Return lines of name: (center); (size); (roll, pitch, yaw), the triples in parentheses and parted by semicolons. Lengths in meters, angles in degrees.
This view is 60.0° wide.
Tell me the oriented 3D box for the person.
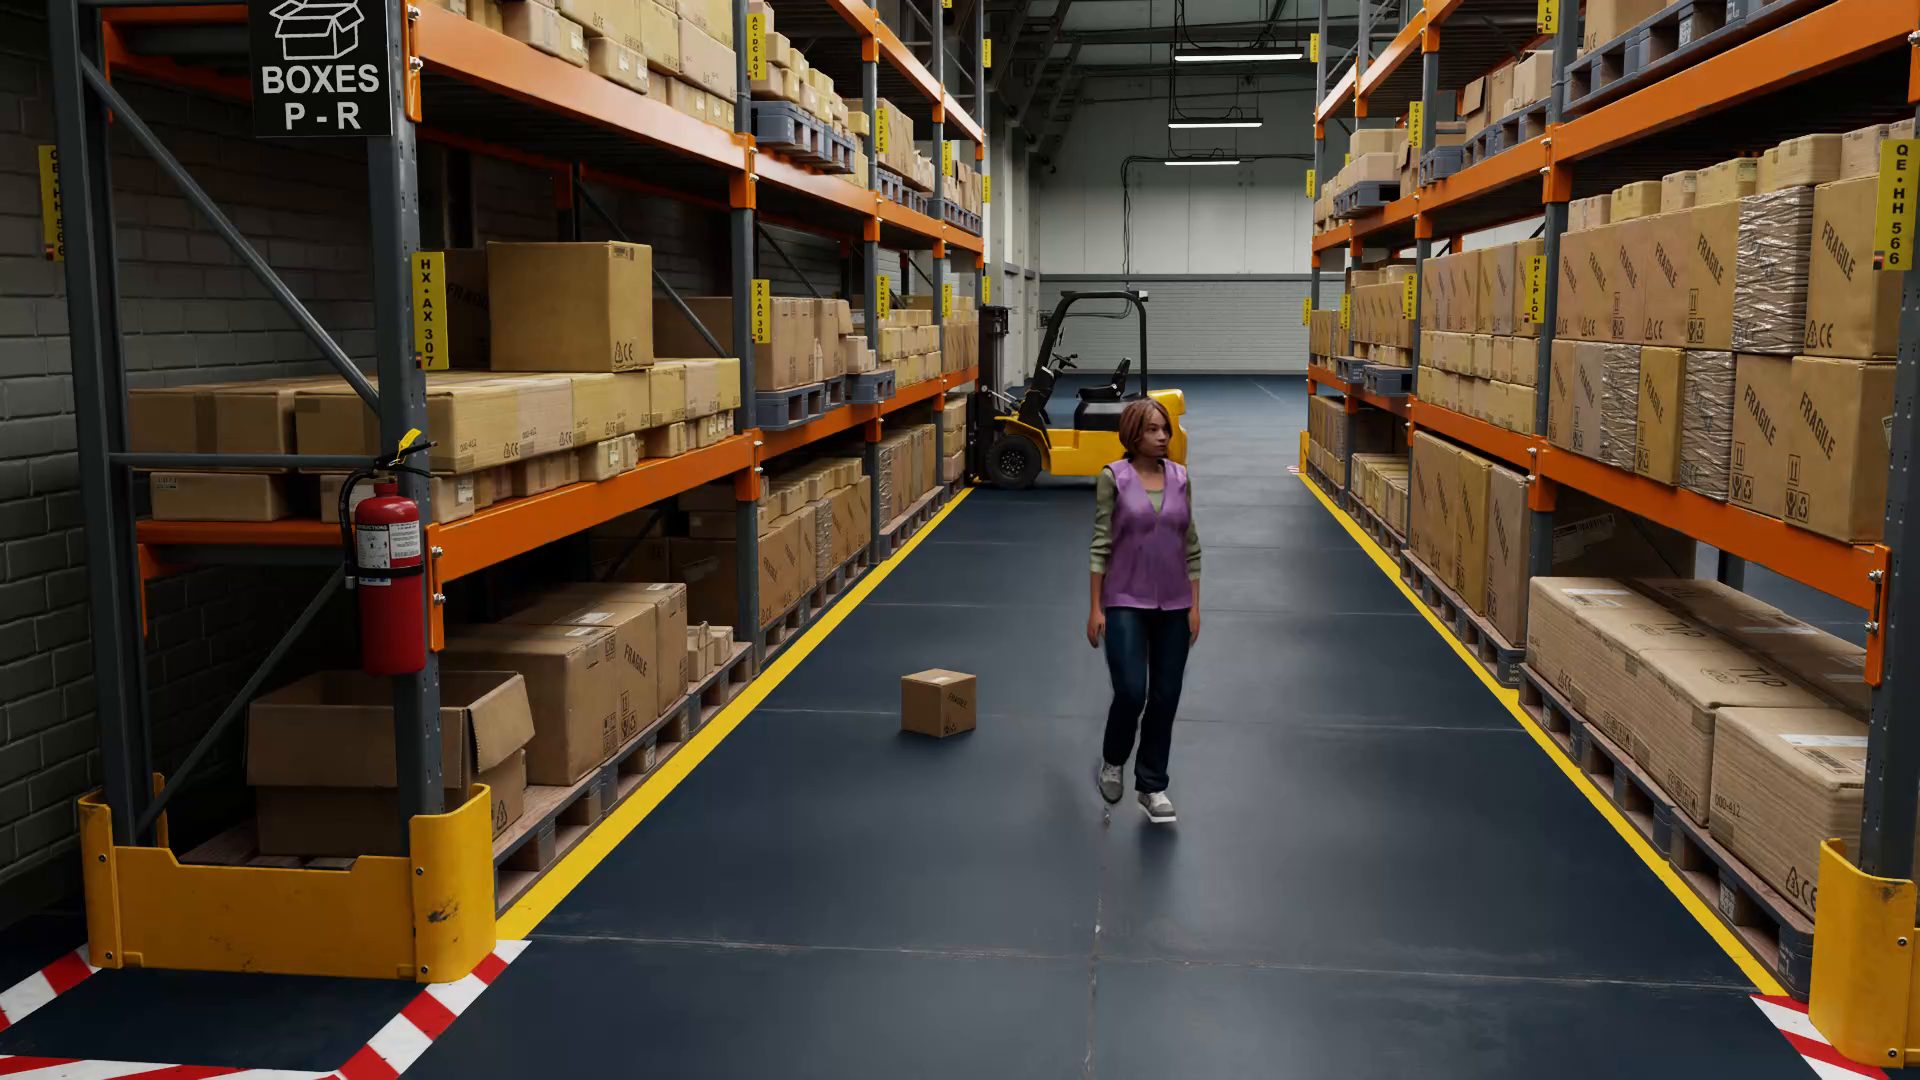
person: (0.698, 0.267, 6.213); (0.436, 1.596, 0.432); (-2, 8, -16)
